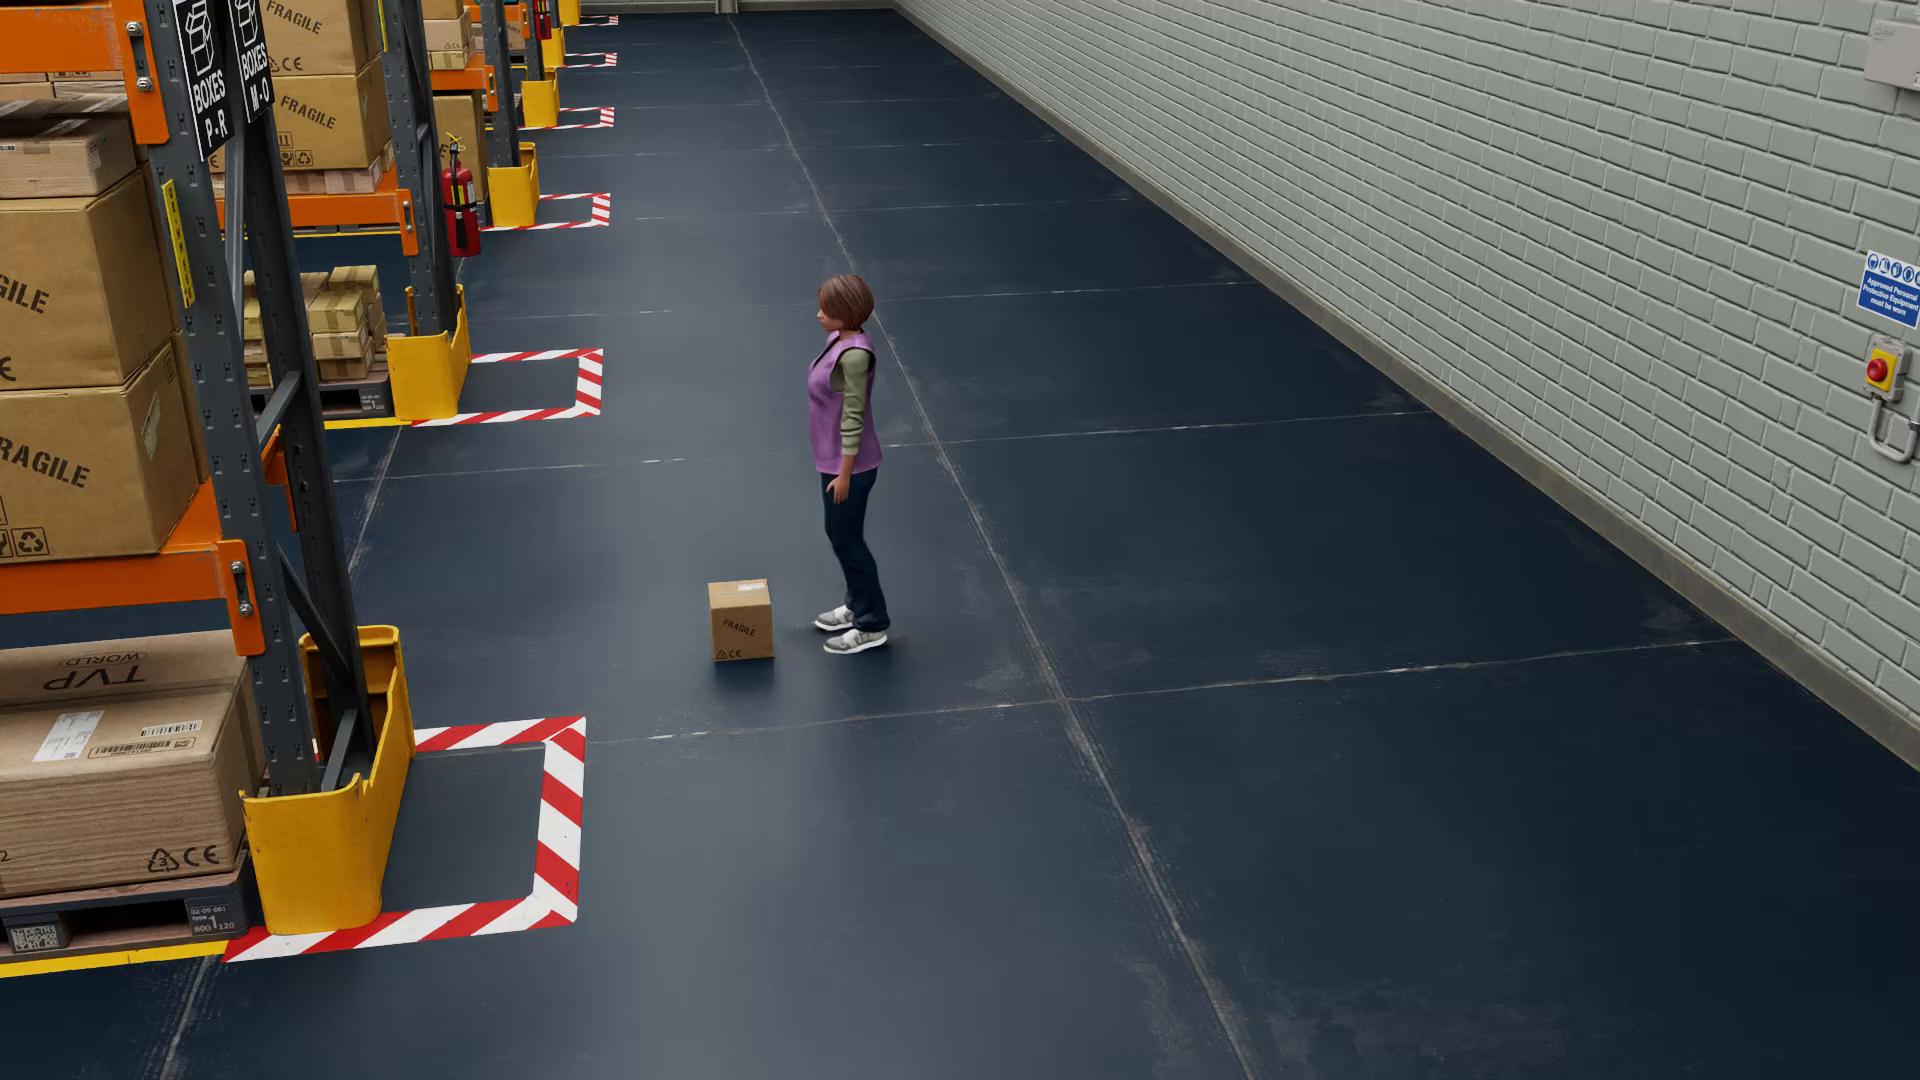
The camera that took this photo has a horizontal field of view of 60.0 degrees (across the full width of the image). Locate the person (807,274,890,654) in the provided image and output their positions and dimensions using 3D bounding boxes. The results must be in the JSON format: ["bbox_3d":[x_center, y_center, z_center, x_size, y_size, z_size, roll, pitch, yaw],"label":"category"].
[{"bbox_3d":[-0.460,-0.302,6.817,0.312,1.605,0.405,-4,24,-8],"label":"person"}]
